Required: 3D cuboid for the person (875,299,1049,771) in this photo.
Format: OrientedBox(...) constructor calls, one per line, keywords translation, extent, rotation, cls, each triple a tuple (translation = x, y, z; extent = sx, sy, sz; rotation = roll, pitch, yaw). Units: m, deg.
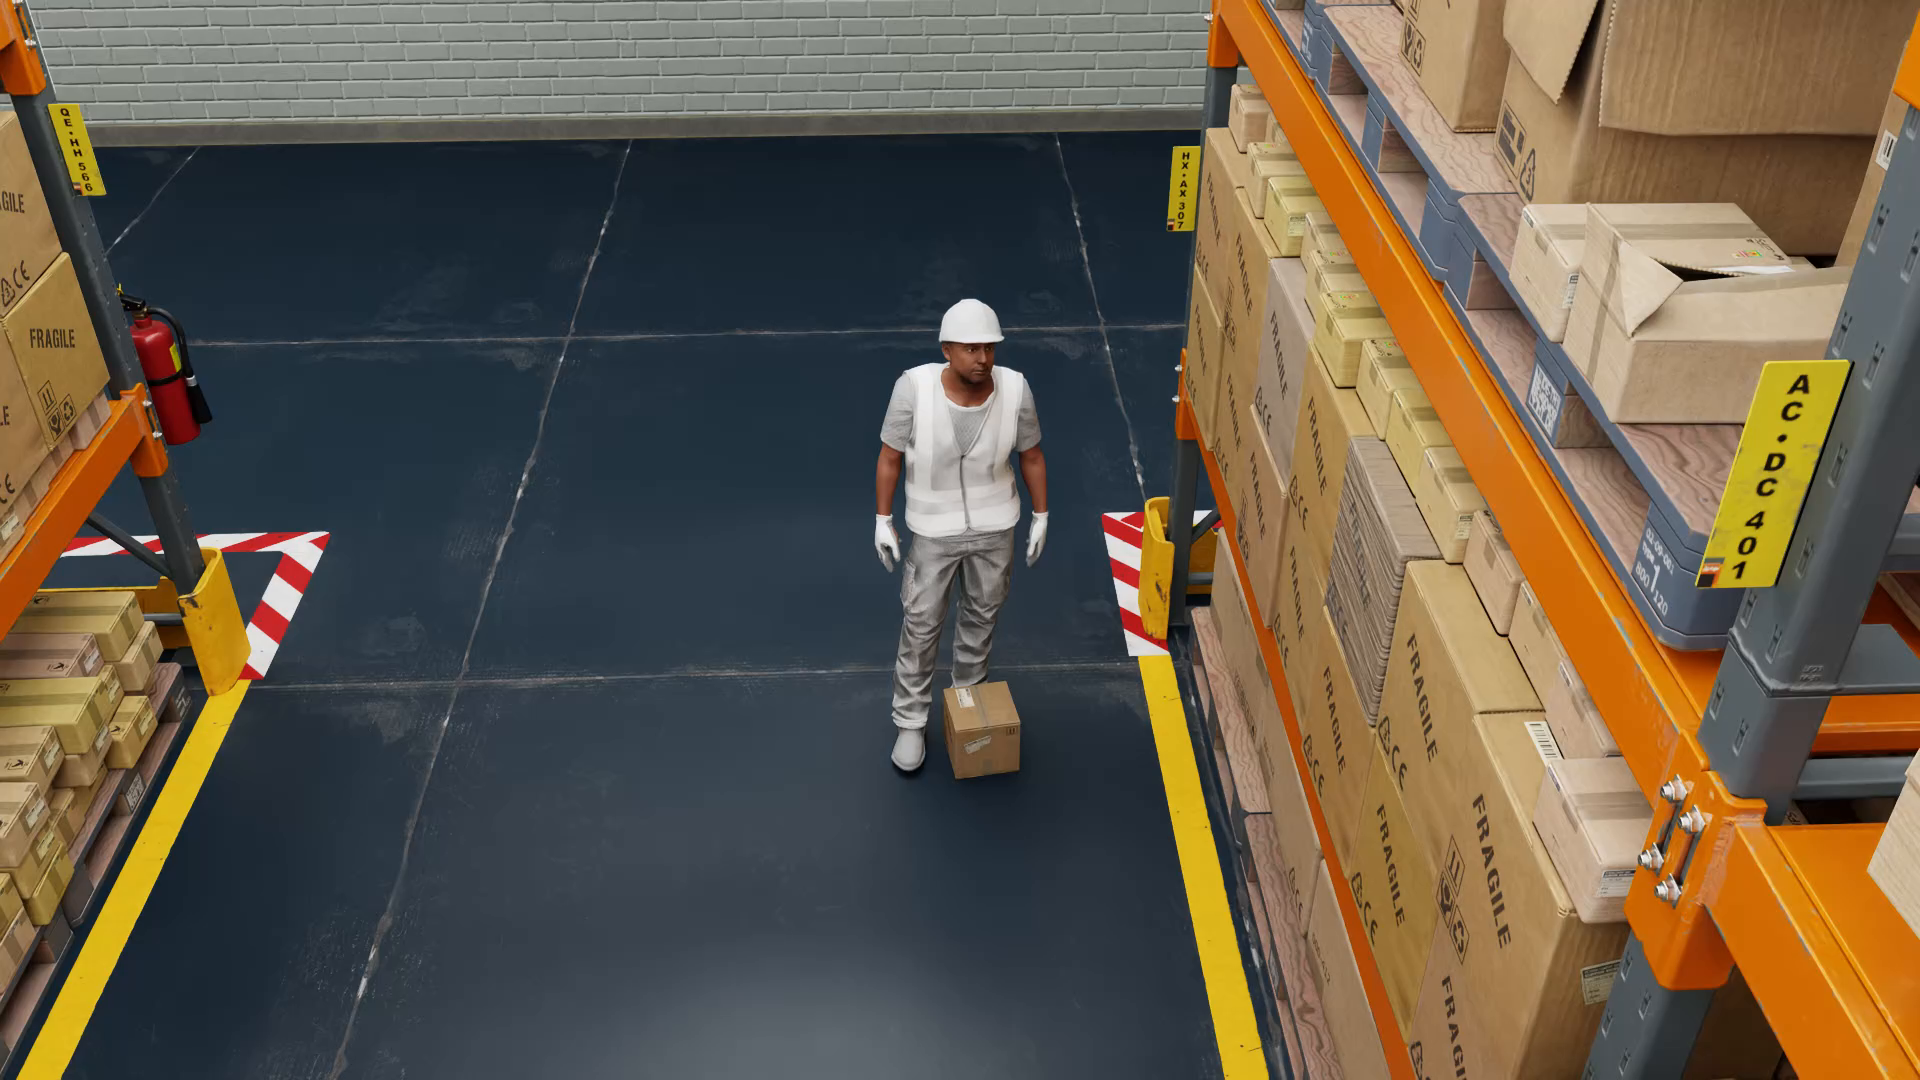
OrientedBox(translation=(0.017, -0.011, 6.127), extent=(0.656, 1.786, 0.574), rotation=(-6, 35, -8), cls="person")
